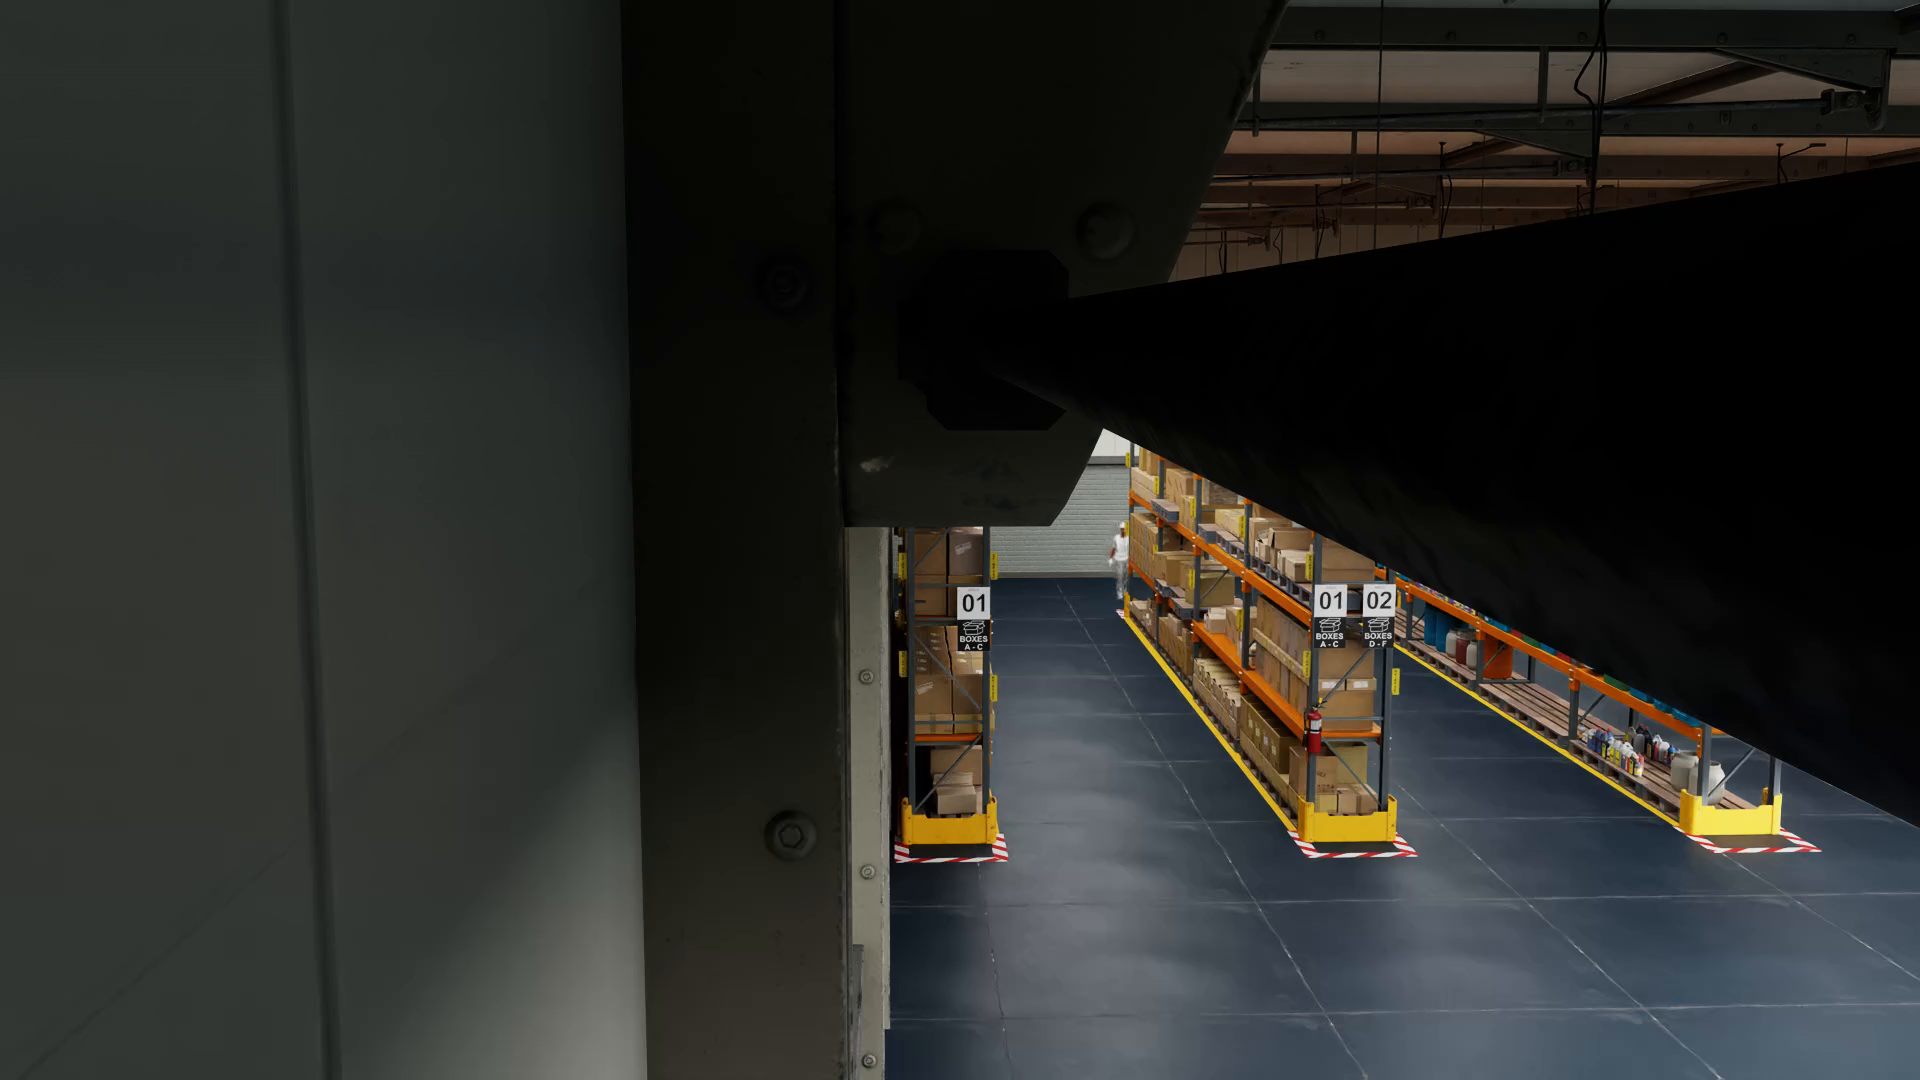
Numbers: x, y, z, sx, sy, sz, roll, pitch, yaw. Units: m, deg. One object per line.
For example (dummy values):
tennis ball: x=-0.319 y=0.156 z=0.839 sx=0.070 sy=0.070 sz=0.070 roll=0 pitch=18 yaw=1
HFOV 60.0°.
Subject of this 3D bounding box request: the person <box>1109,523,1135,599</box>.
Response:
person: x=3.819 y=0.484 z=38.779 sx=0.615 sy=1.793 sz=0.500 roll=-3 pitch=8 yaw=-20
